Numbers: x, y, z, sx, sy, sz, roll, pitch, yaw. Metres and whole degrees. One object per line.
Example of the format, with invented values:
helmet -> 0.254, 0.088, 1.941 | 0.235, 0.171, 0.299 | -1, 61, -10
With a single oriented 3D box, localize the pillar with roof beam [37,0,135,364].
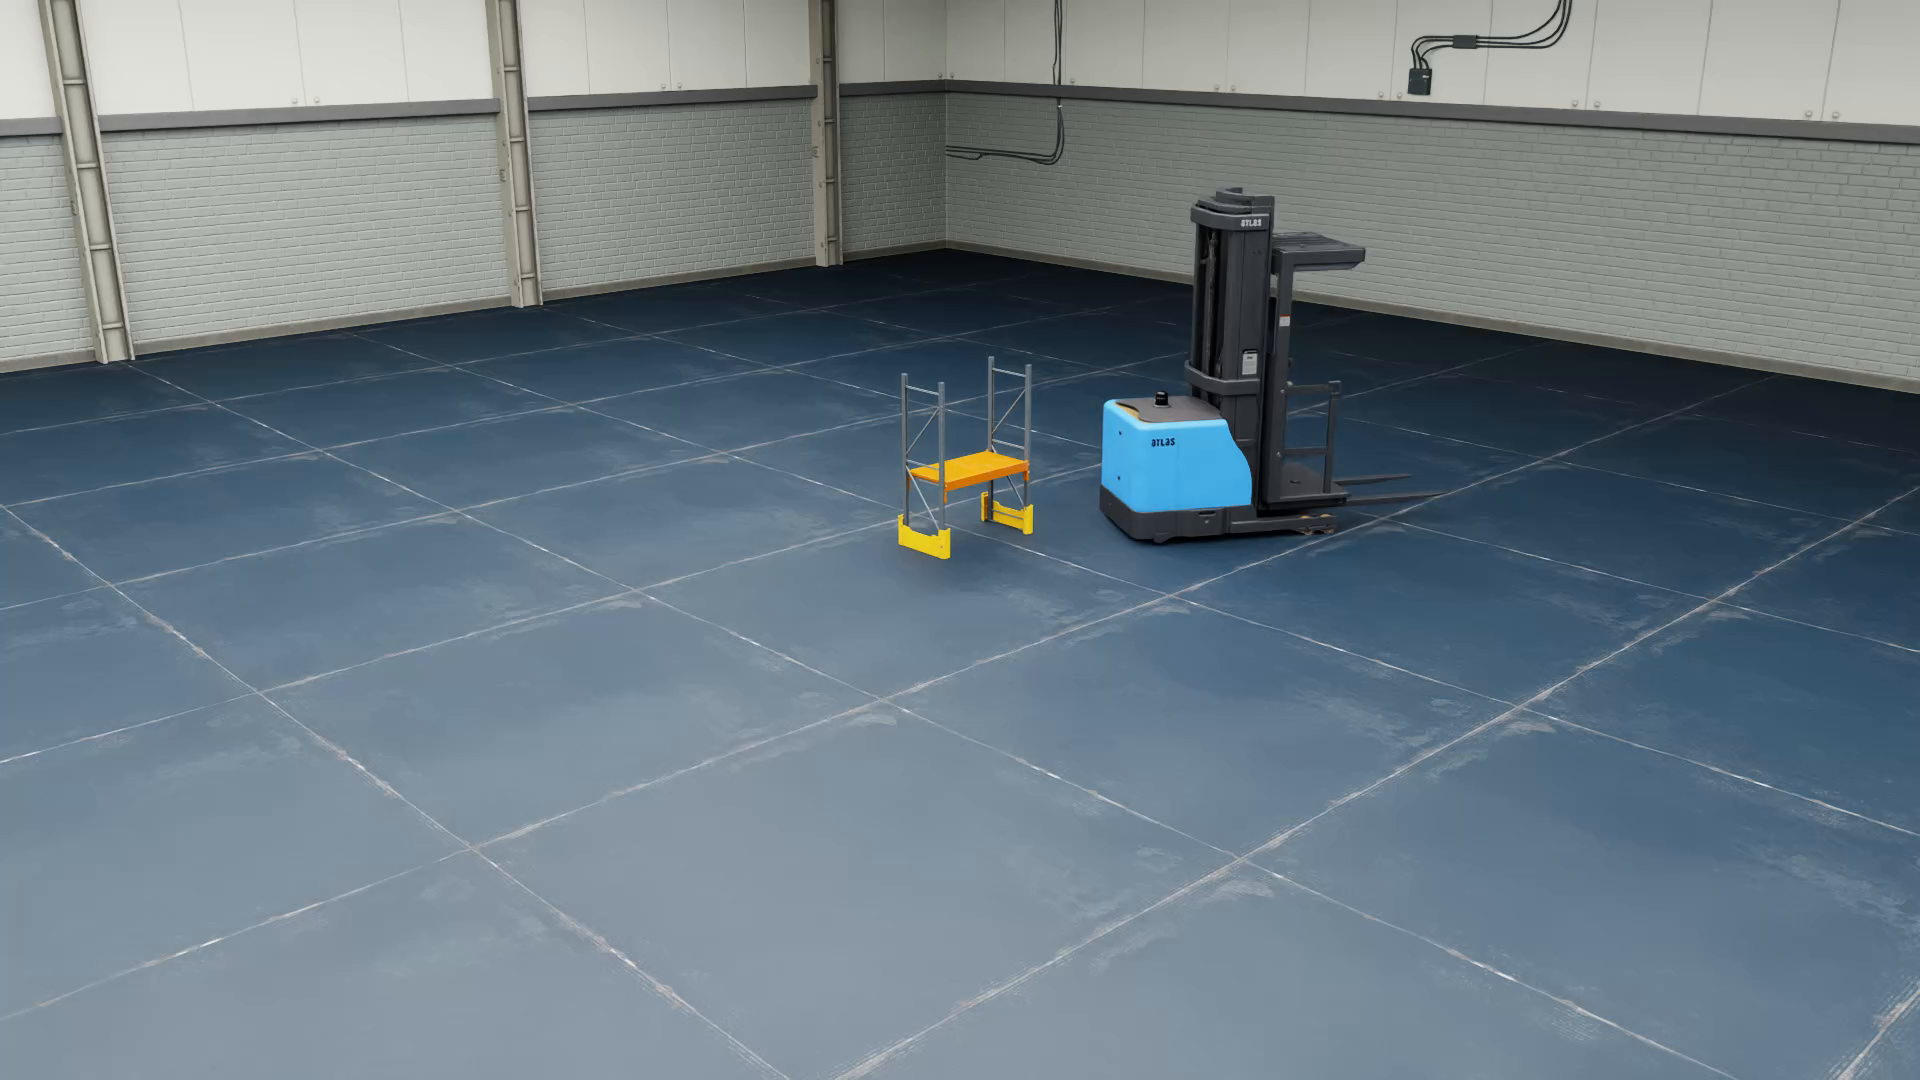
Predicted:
pillar with roof beam -> -8.092, -5.675, 17.398 | 0.400, 9.000, 9.100 | -16, 24, -41

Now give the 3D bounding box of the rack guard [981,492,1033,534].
rack guard -> 0.417, -0.241, 14.821 | 0.087, 0.250, 0.587 | -16, 24, -41

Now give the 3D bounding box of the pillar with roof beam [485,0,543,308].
pillar with roof beam -> -3.732, -6.947, 21.319 | 0.400, 9.000, 9.100 | -16, 24, -41

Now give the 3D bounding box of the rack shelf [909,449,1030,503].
rack shelf -> 0.062, -0.560, 14.365 | 1.000, 0.185, 0.538 | -16, 24, -41

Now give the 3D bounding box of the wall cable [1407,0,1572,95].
wall cable -> 7.230, -8.998, 22.131 | 0.169, 6.003, 2.305 | -16, 24, -41

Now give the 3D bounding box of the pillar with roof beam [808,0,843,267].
pillar with roof beam -> 0.627, -8.218, 25.241 | 0.400, 9.000, 9.100 | -16, 24, -41

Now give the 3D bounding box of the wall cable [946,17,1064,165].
wall cable -> 0.719, -8.034, 29.707 | 0.112, 2.526, 3.097 | -16, 24, -41

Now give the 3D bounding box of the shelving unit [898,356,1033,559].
shelving unit -> 0.055, -0.730, 14.303 | 1.083, 1.500, 0.587 | -16, 24, -41

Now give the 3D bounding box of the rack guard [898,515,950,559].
rack guard -> -0.306, -0.030, 14.170 | 0.087, 0.250, 0.587 | -16, 24, -41

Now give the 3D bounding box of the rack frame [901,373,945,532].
rack frame -> -0.307, -0.624, 13.977 | 0.032, 1.500, 0.500 | -16, 24, -41

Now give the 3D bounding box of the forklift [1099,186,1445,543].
forklift -> 2.842, -1.592, 14.643 | 3.031, 2.935, 1.130 | -4, 18, -13

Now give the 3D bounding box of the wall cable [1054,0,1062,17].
wall cable -> 2.577, -9.830, 27.058 | 0.112, 2.526, 3.097 | -16, 24, -41

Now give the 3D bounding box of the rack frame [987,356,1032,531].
rack frame -> 0.431, -0.839, 14.641 | 0.032, 1.500, 0.500 | -16, 24, -41
